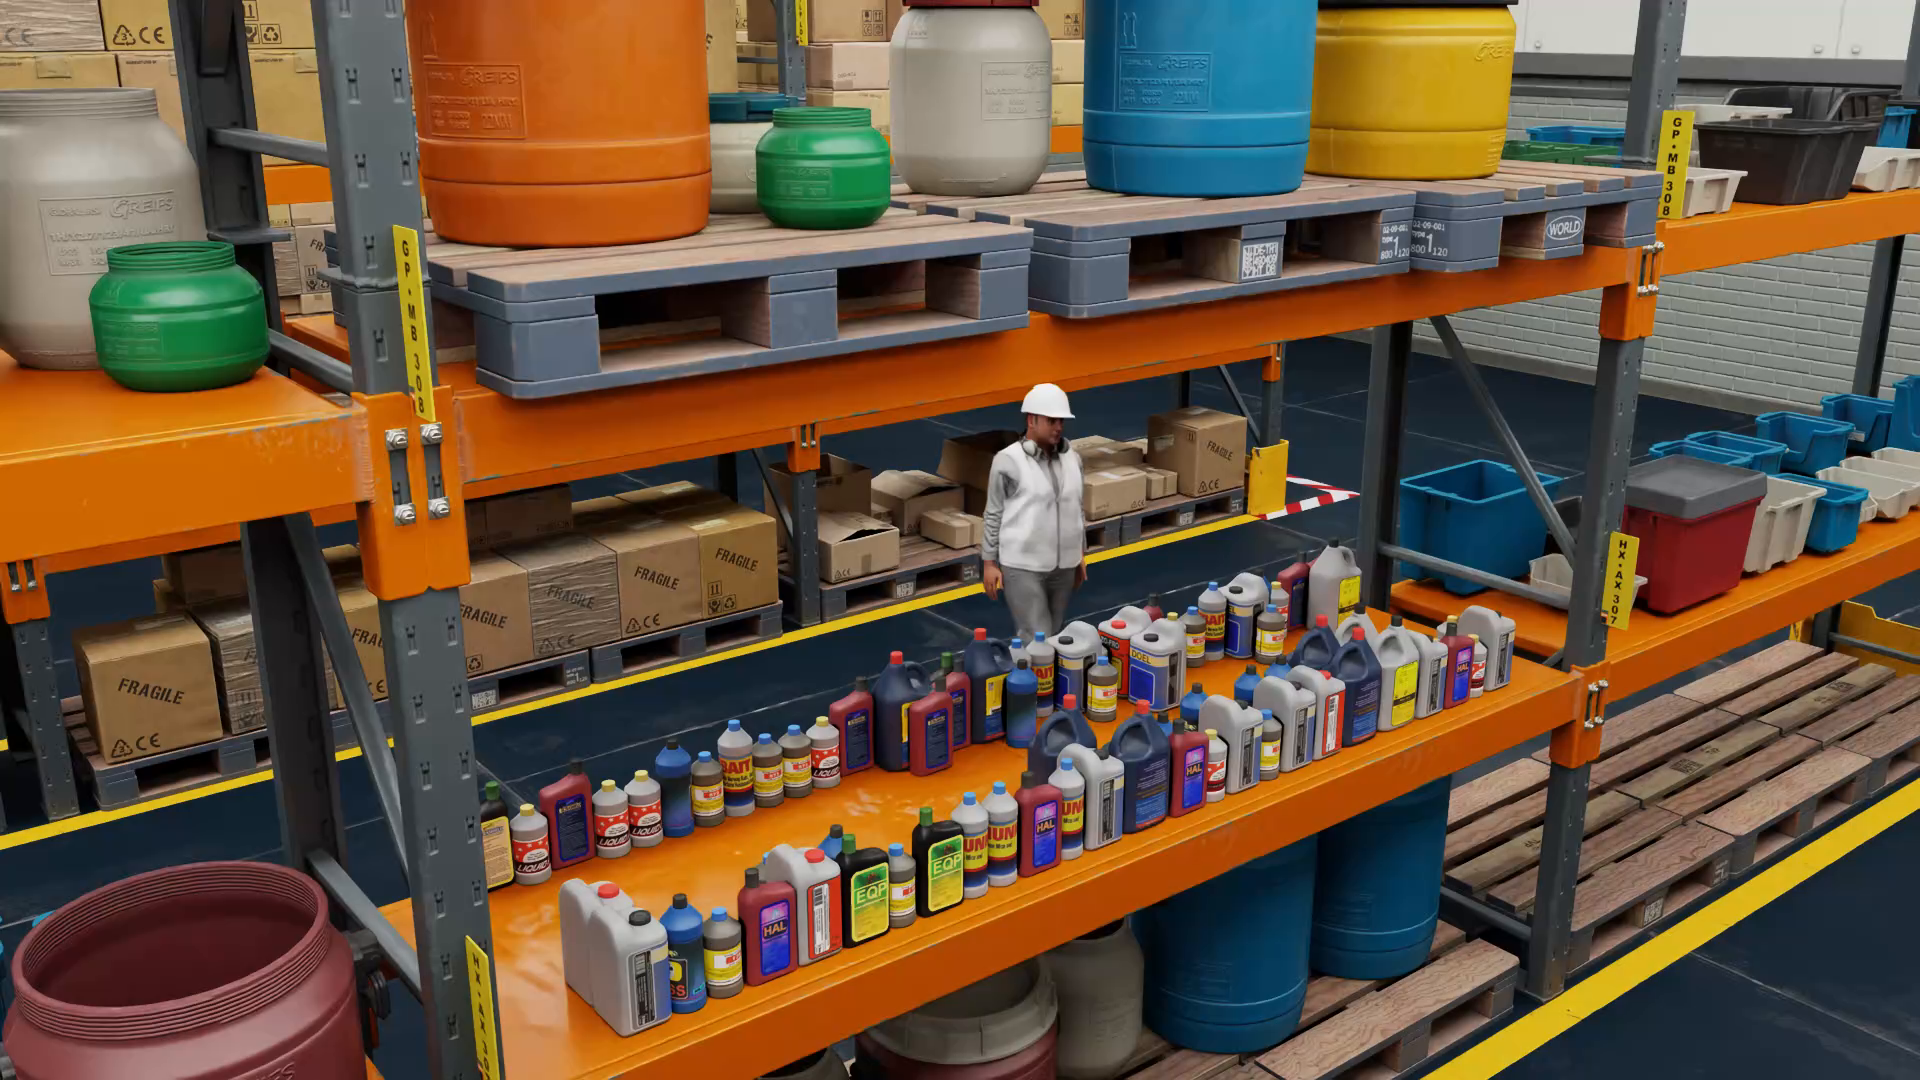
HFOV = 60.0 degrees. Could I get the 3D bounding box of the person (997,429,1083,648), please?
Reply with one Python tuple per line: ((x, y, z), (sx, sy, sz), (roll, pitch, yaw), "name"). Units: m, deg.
((0.381, 0.185, 8.224), (0.446, 1.470, 0.595), (-10, 20, -28), "person")
